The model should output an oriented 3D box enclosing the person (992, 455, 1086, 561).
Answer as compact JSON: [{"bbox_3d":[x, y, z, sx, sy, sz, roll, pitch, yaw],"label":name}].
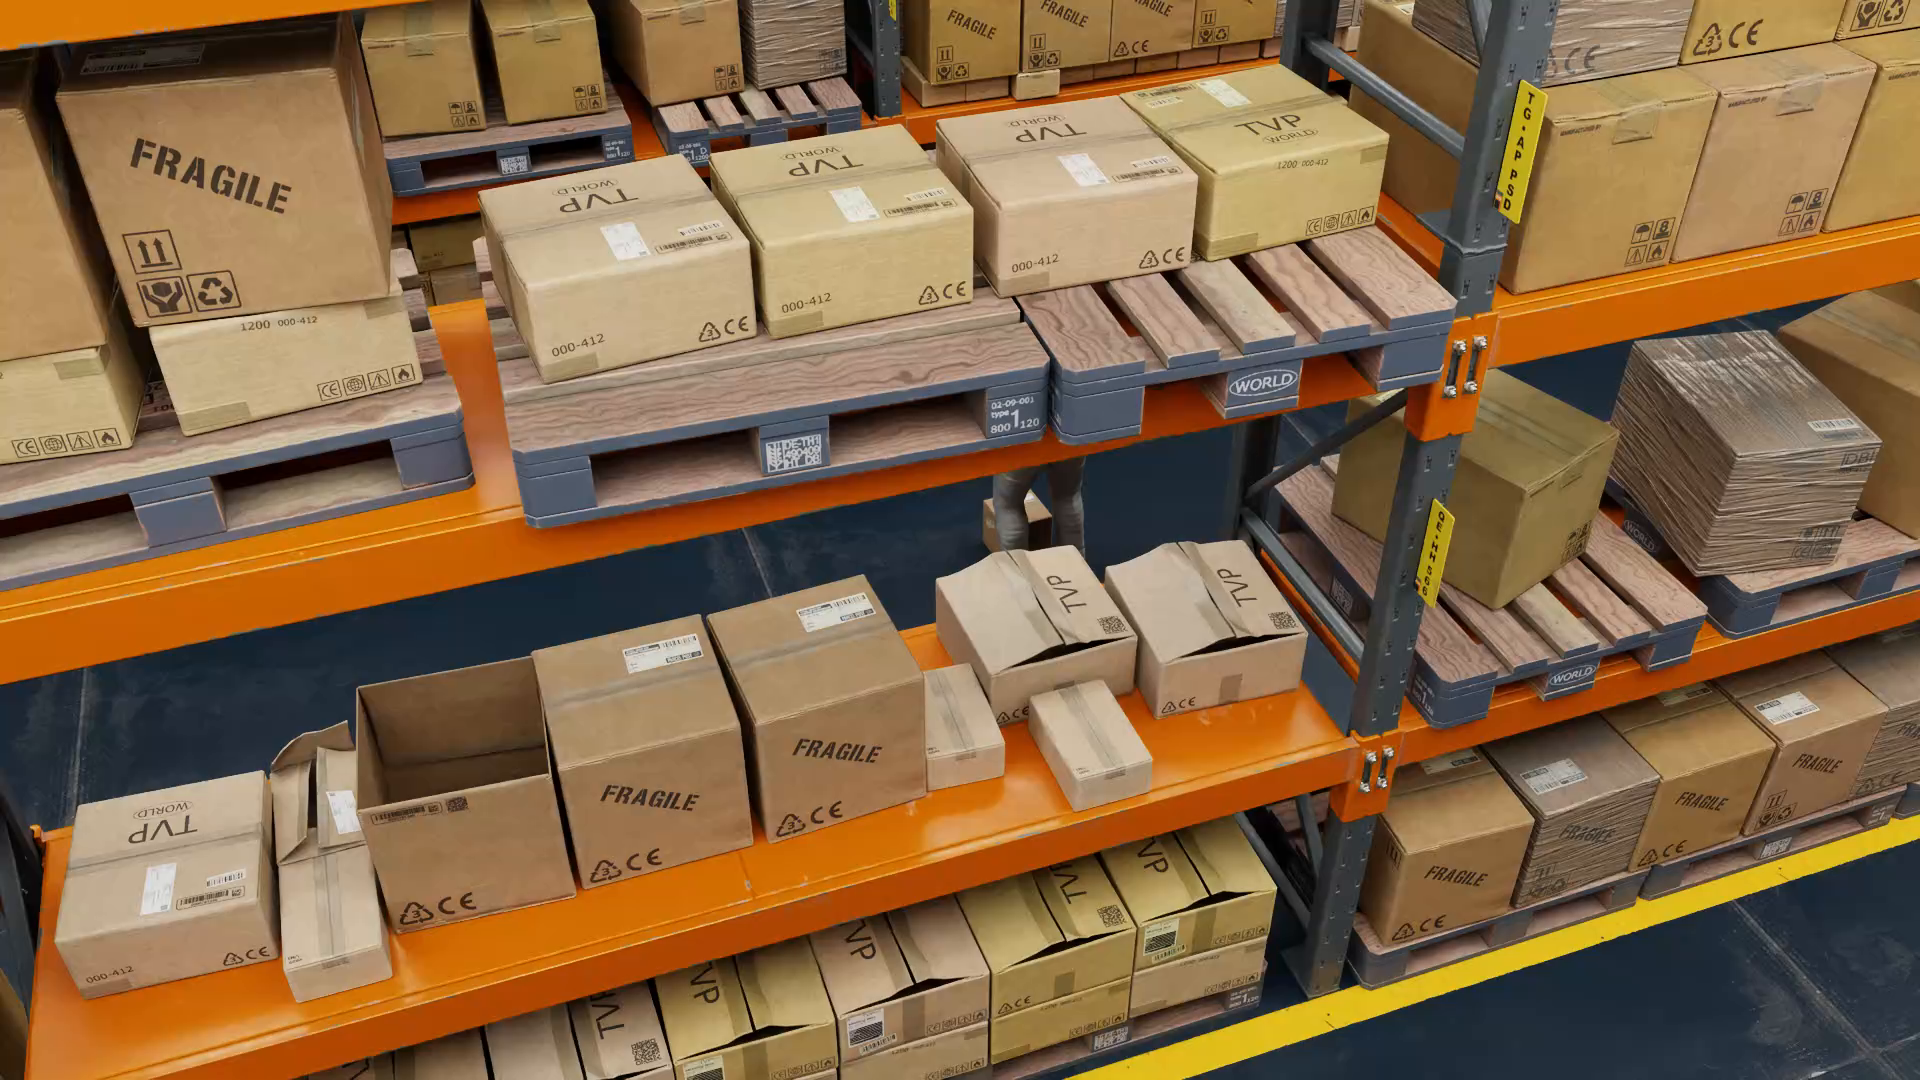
[{"bbox_3d":[0.349,-0.485,7.398,0.563,1.667,0.463,-15,40,-18],"label":"person"}]
